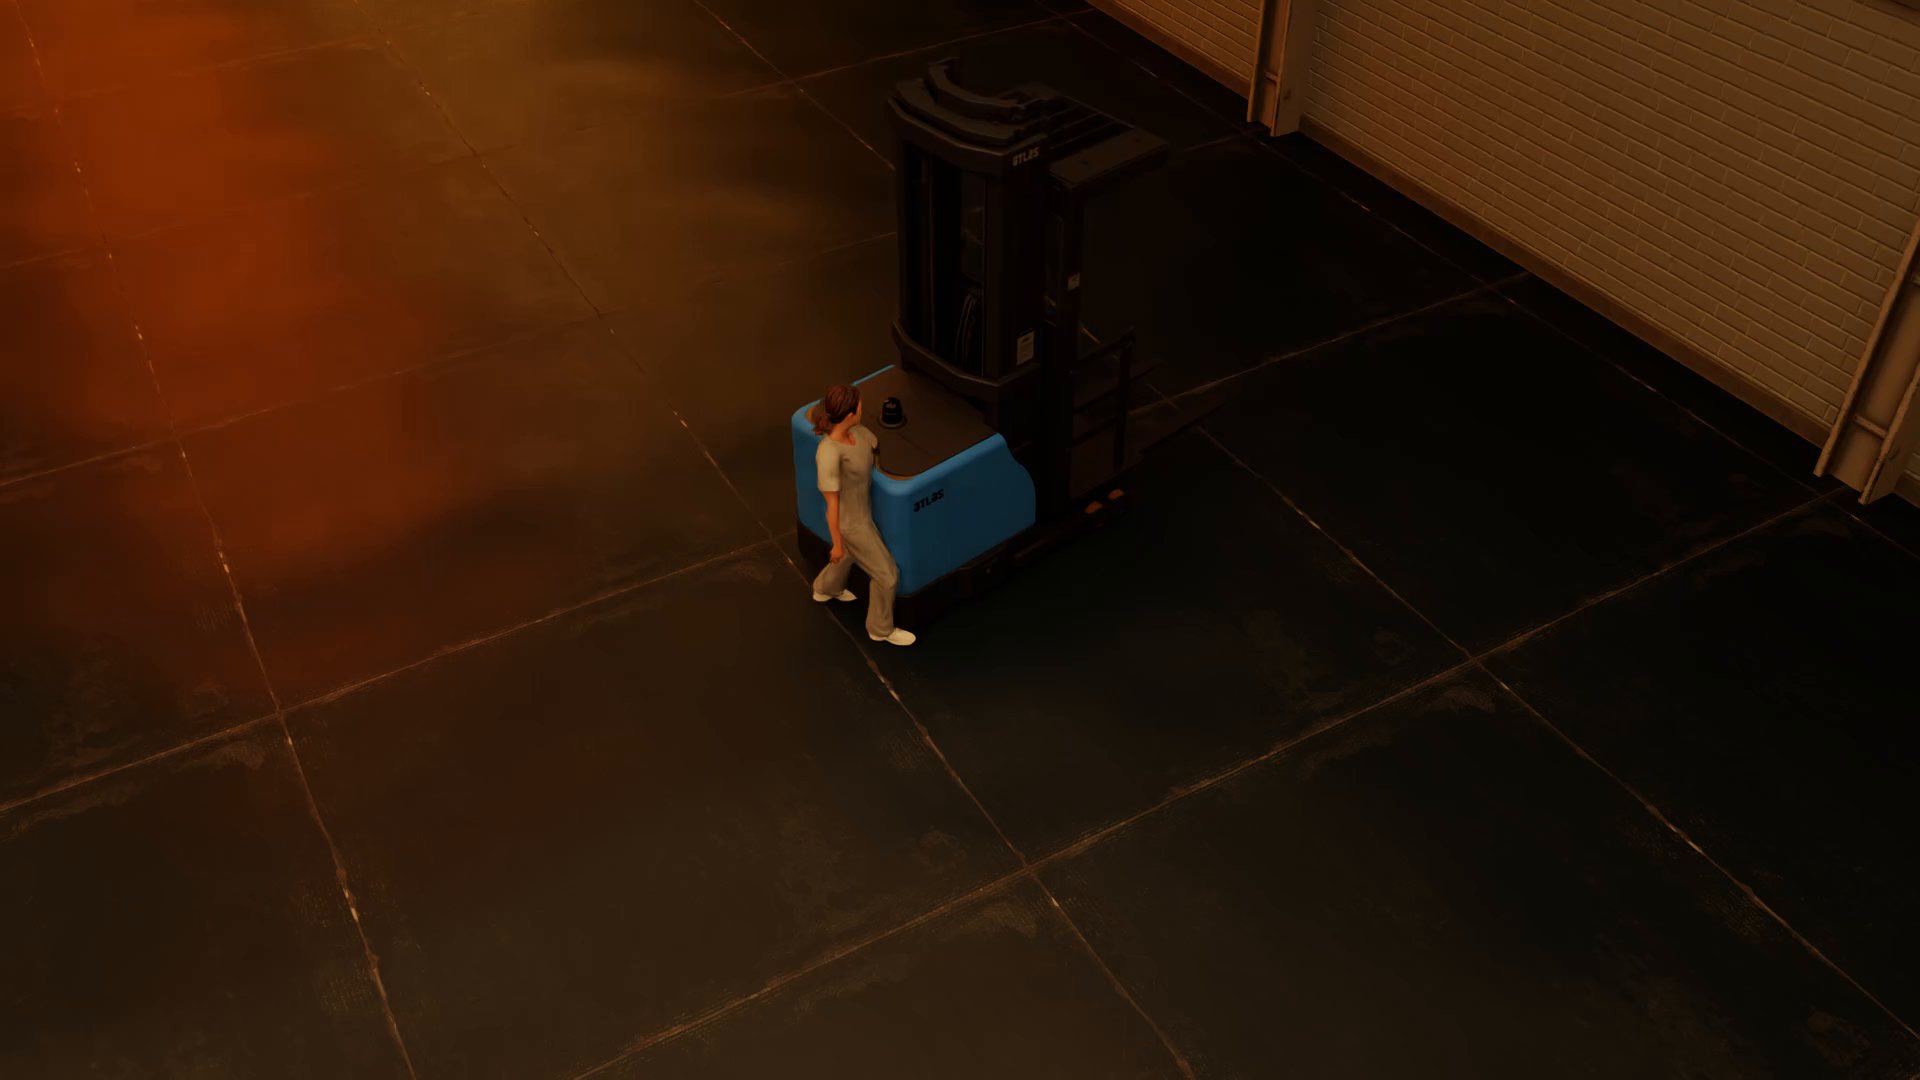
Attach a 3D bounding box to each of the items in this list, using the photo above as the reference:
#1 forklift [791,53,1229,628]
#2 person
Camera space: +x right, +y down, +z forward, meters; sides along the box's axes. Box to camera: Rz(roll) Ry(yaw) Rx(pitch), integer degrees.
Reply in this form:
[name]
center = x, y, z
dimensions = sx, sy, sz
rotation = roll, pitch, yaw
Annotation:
[forklift]
center = 0.451, -1.428, 9.757
dimensions = 3.031, 2.935, 1.130
rotation = -30, 48, -31
[person]
center = -0.565, -0.127, 9.238
dimensions = 0.666, 1.593, 0.602
rotation = 4, 40, 4
